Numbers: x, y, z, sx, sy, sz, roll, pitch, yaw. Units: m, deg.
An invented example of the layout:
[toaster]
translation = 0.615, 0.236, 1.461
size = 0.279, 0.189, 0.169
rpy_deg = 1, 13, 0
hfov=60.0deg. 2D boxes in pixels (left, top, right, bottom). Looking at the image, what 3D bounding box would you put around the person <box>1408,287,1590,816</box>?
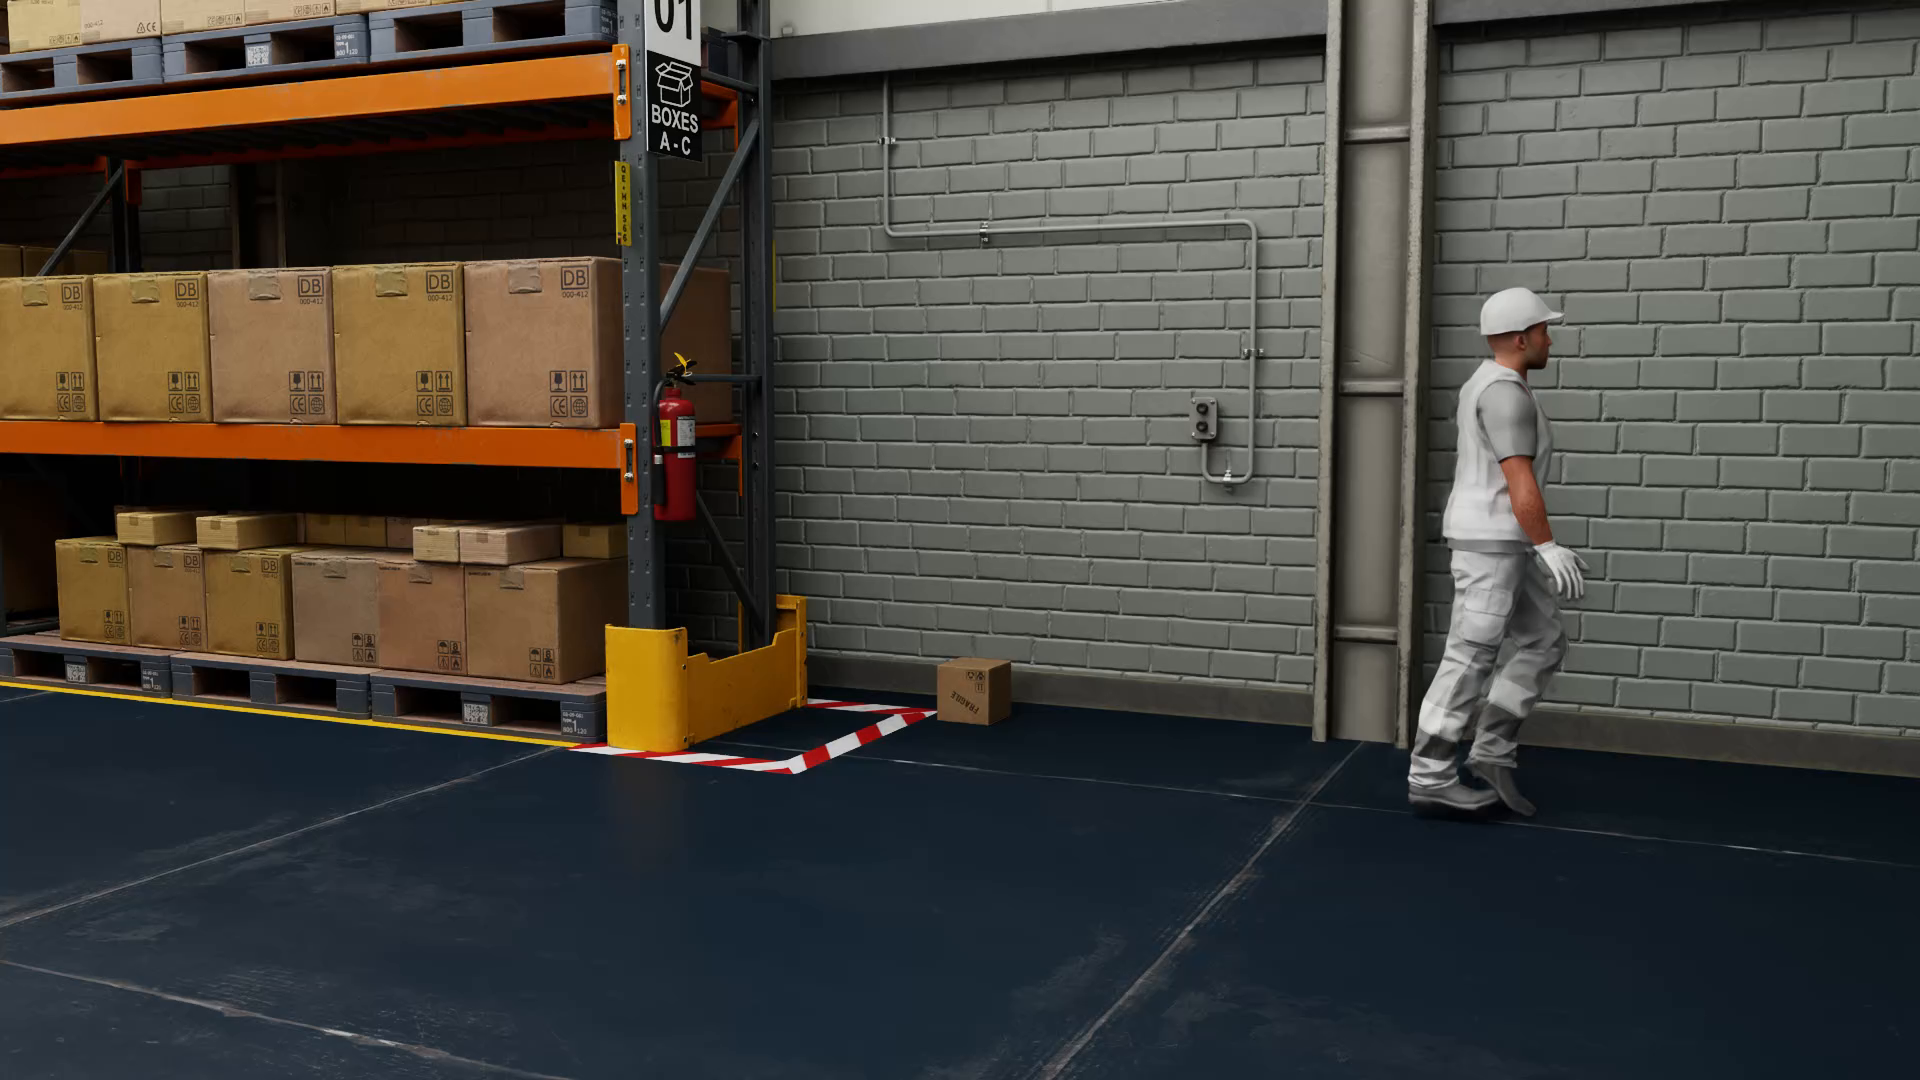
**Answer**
[person]
translation = 1.825, 0.060, 5.694
size = 0.545, 1.827, 0.666
rpy_deg = 1, 6, 10
